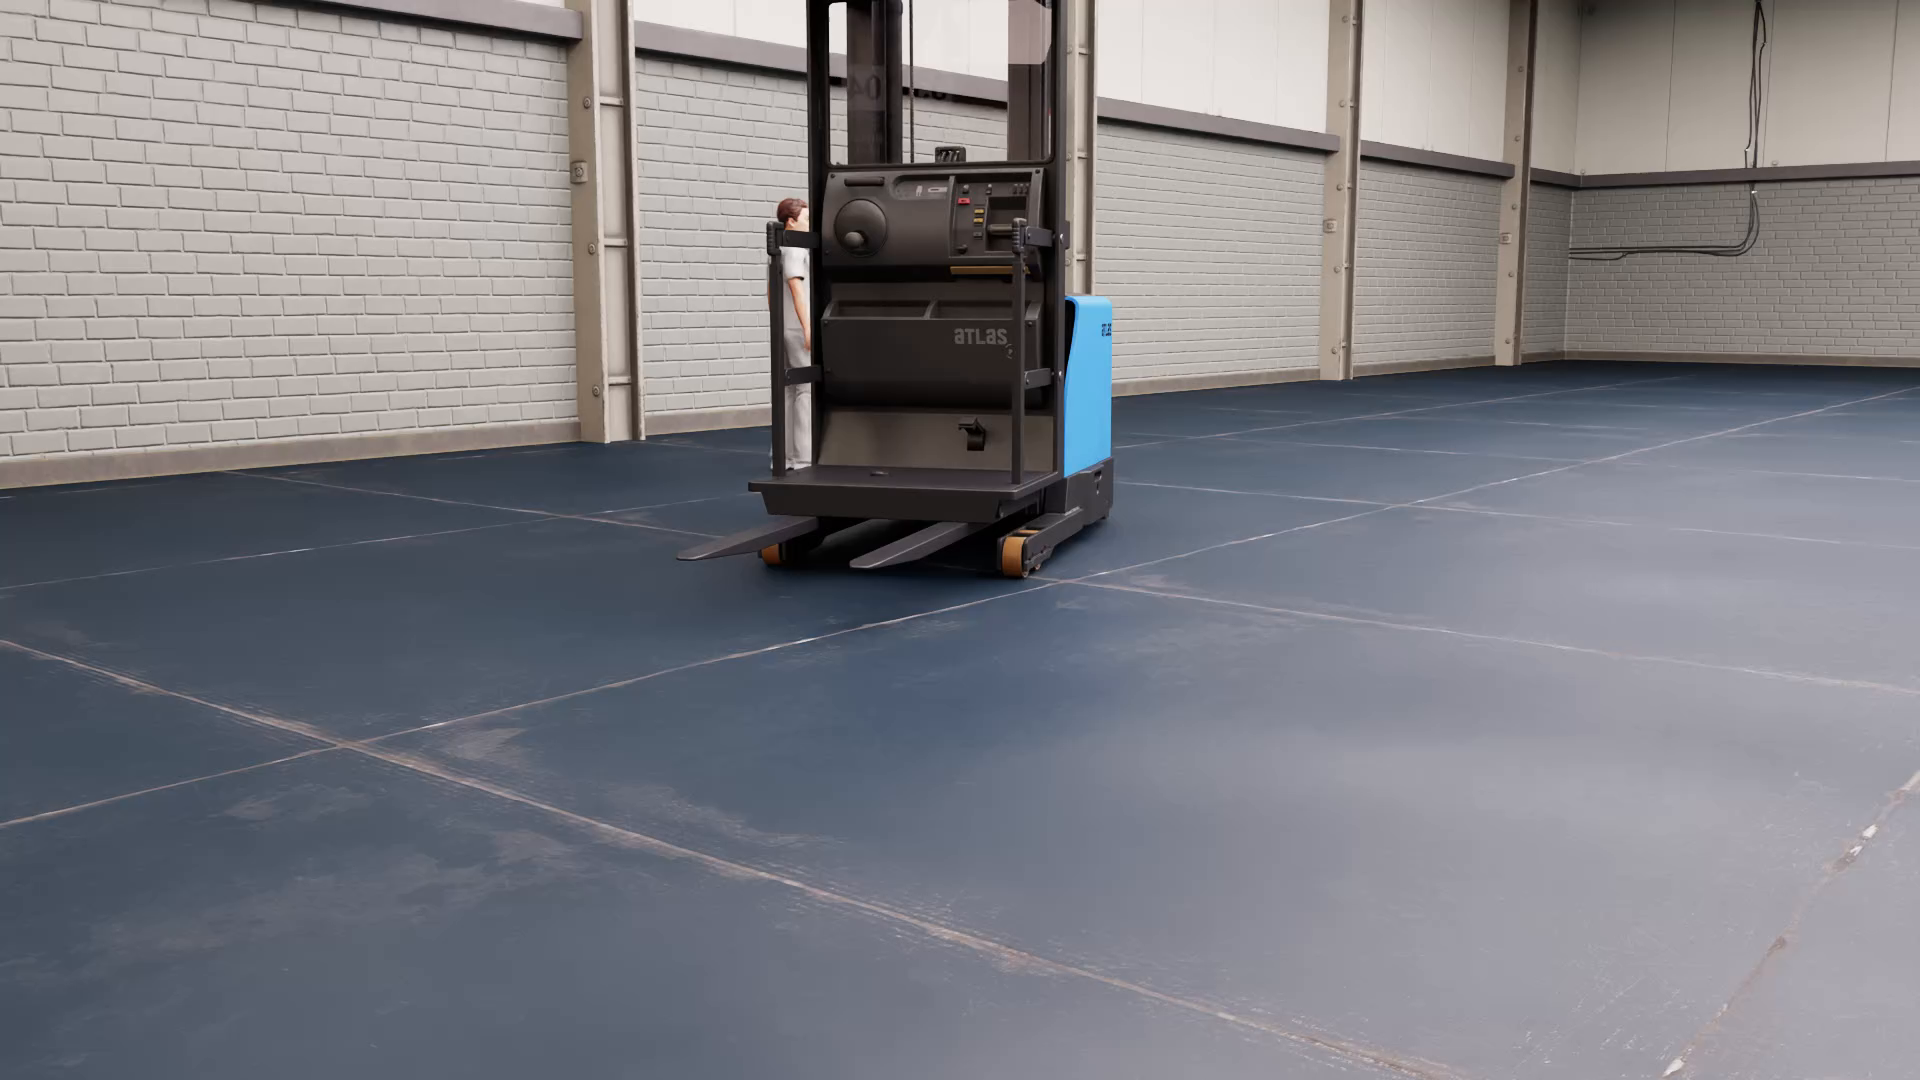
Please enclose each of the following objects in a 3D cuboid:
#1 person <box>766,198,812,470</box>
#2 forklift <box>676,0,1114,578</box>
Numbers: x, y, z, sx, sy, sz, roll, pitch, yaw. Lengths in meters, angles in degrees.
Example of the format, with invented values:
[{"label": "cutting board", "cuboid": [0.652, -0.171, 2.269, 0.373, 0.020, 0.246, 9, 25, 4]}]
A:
[{"label": "person", "cuboid": [-0.989, -1.266, 10.287, 0.405, 1.672, 0.543, -4, 9, -28]}, {"label": "forklift", "cuboid": [-0.176, -1.366, 6.616, 1.130, 2.935, 3.031, 3, 9, 17]}]
